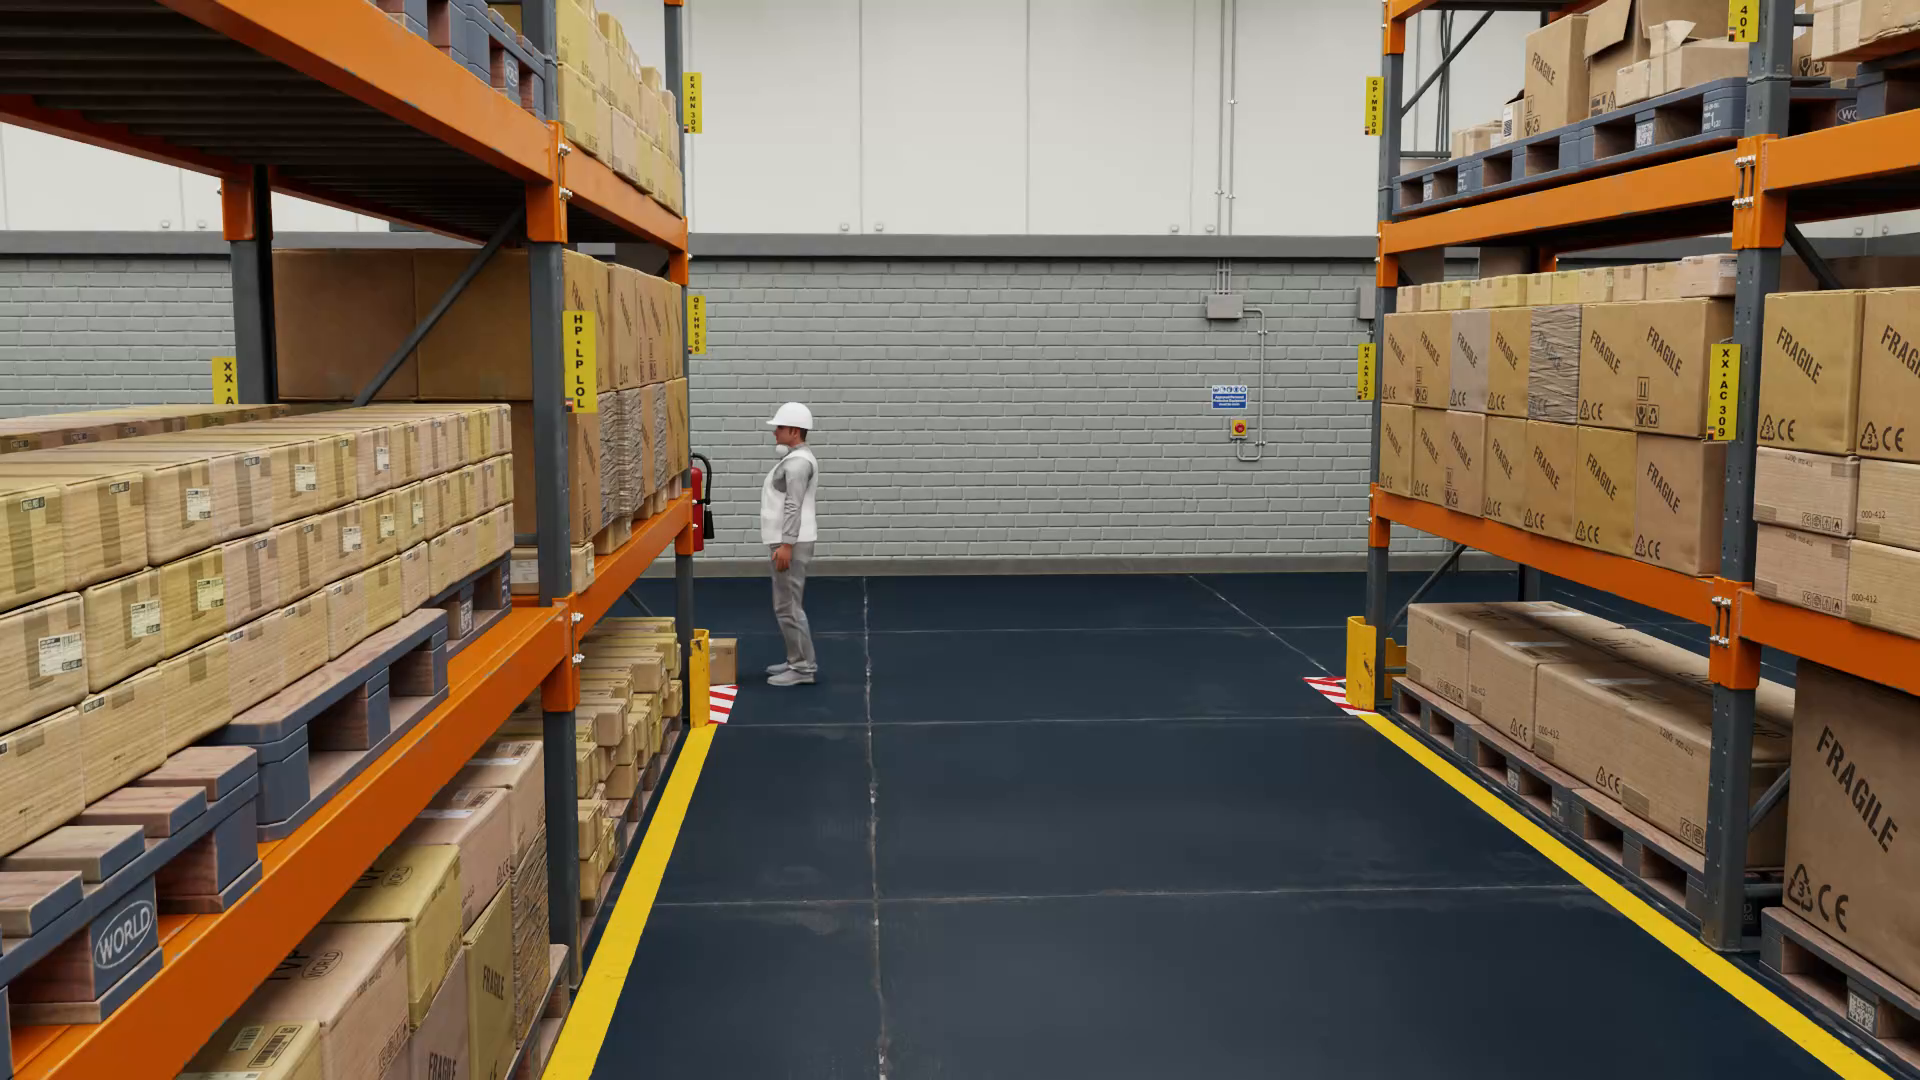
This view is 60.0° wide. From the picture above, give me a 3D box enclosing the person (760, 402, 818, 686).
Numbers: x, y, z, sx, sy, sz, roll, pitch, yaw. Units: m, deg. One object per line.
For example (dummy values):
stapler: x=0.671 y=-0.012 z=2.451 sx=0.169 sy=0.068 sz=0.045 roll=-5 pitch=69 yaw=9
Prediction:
person: x=-1.075 y=0.020 z=10.506 sx=0.359 sy=1.774 sz=0.531 roll=0 pitch=7 yaw=-2
